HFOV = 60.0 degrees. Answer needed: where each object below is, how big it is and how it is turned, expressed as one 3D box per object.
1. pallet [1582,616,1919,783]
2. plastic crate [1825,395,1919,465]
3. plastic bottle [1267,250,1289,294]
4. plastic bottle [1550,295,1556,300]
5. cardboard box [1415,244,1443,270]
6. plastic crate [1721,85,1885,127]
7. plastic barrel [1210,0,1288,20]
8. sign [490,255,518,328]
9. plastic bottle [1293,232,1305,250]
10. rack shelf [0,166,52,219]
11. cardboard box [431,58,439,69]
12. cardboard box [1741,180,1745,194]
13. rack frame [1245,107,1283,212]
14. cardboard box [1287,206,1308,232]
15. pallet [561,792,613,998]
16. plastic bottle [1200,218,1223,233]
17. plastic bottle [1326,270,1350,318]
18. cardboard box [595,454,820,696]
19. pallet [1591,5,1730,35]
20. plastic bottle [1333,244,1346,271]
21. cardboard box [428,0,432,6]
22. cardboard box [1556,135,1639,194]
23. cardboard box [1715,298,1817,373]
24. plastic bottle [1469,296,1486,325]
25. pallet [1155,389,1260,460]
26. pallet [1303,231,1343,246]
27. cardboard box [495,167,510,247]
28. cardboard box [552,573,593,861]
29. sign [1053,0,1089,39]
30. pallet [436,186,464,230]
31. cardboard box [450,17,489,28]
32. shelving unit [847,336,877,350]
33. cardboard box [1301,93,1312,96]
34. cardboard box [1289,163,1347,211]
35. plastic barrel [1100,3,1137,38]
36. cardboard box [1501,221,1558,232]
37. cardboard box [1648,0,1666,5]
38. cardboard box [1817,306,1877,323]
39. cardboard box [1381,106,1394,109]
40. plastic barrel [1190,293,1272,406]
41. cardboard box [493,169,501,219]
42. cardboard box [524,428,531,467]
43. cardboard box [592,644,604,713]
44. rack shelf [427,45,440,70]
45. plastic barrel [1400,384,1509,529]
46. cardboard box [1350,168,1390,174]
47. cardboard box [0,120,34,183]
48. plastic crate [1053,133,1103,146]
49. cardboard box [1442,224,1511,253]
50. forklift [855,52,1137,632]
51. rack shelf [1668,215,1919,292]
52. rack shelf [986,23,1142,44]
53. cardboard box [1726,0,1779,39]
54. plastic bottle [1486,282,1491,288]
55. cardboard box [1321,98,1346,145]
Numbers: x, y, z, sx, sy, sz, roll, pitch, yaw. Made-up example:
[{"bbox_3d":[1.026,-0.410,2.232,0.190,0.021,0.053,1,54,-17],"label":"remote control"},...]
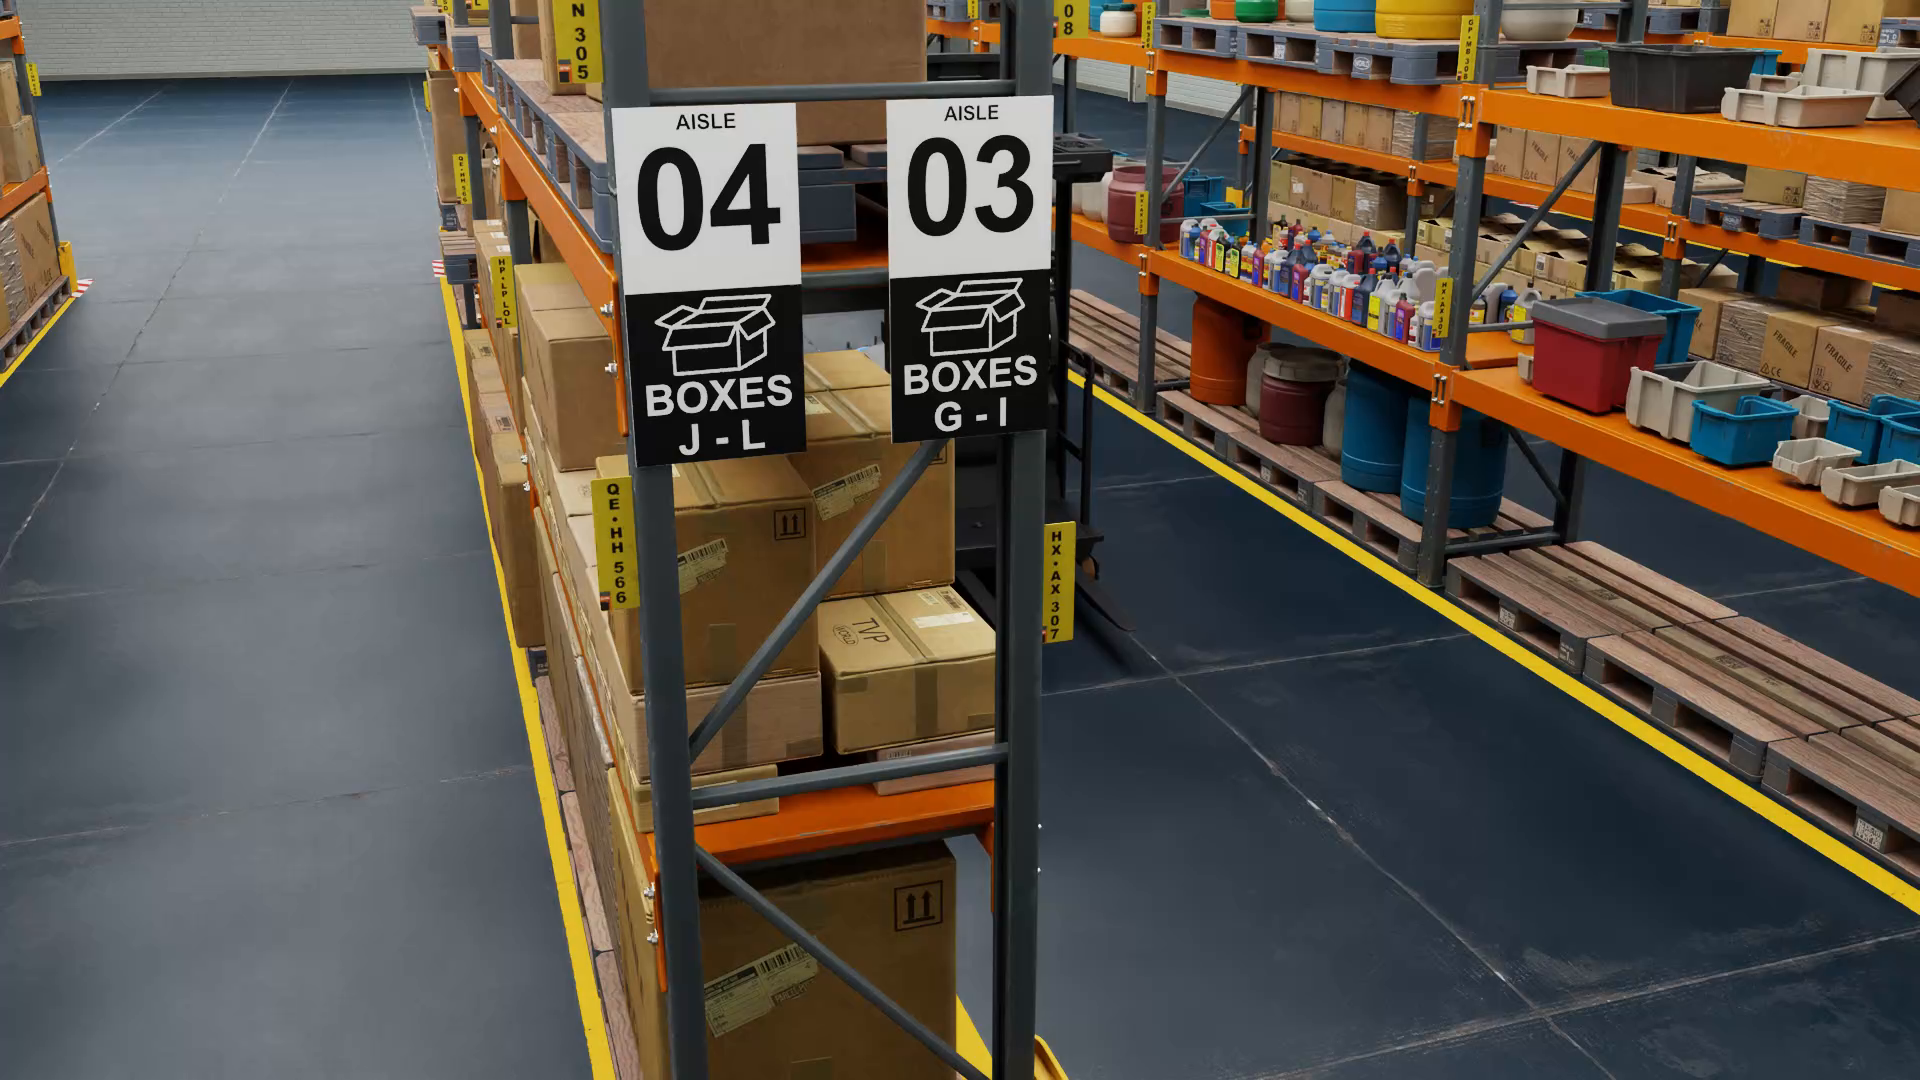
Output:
[{"bbox_3d":[3.818,0.740,8.045,1.003,0.211,1.213,-6,21,-17],"label":"pallet"},{"bbox_3d":[4.147,-0.496,7.518,0.416,0.233,0.300,-6,21,-17],"label":"plastic crate"},{"bbox_3d":[2.171,-1.804,11.185,0.152,0.276,0.135,-6,21,-17],"label":"plastic bottle"},{"bbox_3d":[3.453,-1.305,9.785,0.061,0.283,0.133,-6,21,-17],"label":"plastic bottle"},{"bbox_3d":[5.243,-3.037,17.881,0.500,0.250,0.500,-7,21,-19],"label":"cardboard box"},{"bbox_3d":[3.535,-1.838,7.048,0.437,0.136,0.530,-6,21,-17],"label":"plastic crate"},{"bbox_3d":[2.081,-4.109,11.726,0.600,0.830,0.708,-6,21,-17],"label":"plastic barrel"},{"bbox_3d":[-2.051,-1.117,7.494,0.100,0.325,0.005,-6,21,-17],"label":"sign"},{"bbox_3d":[2.529,-2.189,12.369,0.097,0.201,0.097,0,20,0],"label":"plastic bottle"},{"bbox_3d":[-9.423,-3.046,15.525,1.077,0.370,4.000,-6,21,-17],"label":"rack shelf"},{"bbox_3d":[-4.925,-4.492,16.419,0.500,0.500,0.500,-6,21,-17],"label":"cardboard box"},{"bbox_3d":[9.689,-4.176,20.653,0.500,0.500,0.500,-8,21,-21],"label":"cardboard box"},{"bbox_3d":[6.612,-4.418,13.841,0.949,5.616,16.053,-6,21,-17],"label":"rack frame"},{"bbox_3d":[4.369,-3.960,20.451,0.500,0.250,0.500,-6,21,-17],"label":"cardboard box"},{"bbox_3d":[-0.987,1.286,6.523,1.003,0.211,1.213,-6,21,-17],"label":"pallet"},{"bbox_3d":[1.879,-2.265,12.469,0.152,0.276,0.135,-6,21,-17],"label":"plastic bottle"},{"bbox_3d":[2.416,-1.553,10.486,0.152,0.276,0.135,-6,21,-17],"label":"plastic bottle"},{"bbox_3d":[-0.685,0.062,4.478,0.500,0.500,0.500,-6,21,-17],"label":"cardboard box"},{"bbox_3d":[6.311,-4.537,14.452,1.213,0.211,1.003,-5,20,-15],"label":"pallet"},{"bbox_3d":[2.713,-2.002,11.847,0.097,0.201,0.097,0,20,0],"label":"plastic bottle"},{"bbox_3d":[-4.764,-5.029,15.765,0.500,0.250,0.500,-7,21,-18],"label":"cardboard box"},{"bbox_3d":[6.066,-3.589,15.824,0.500,0.500,0.500,-8,21,-20],"label":"cardboard box"},{"bbox_3d":[6.651,-1.692,13.738,0.500,0.500,0.500,-7,21,-19],"label":"cardboard box"},{"bbox_3d":[3.151,-1.391,10.144,0.097,0.201,0.097,0,20,0],"label":"plastic bottle"},{"bbox_3d":[2.193,-0.919,12.664,1.003,0.211,1.213,-6,21,-17],"label":"pallet"},{"bbox_3d":[4.754,-3.629,20.207,1.003,0.211,1.213,-6,21,-17],"label":"pallet"},{"bbox_3d":[-2.380,-2.028,9.992,0.797,0.503,0.637,-6,21,-16],"label":"cardboard box"},{"bbox_3d":[-1.125,0.641,6.717,0.875,0.875,0.875,-6,21,-17],"label":"cardboard box"},{"bbox_3d":[0.247,-1.304,3.763,0.100,0.325,0.005,-6,21,-17],"label":"sign"},{"bbox_3d":[-3.952,-2.887,14.300,1.003,0.211,1.213,-6,21,-17],"label":"pallet"},{"bbox_3d":[-3.179,-3.422,11.290,0.500,0.250,0.500,-6,21,-17],"label":"cardboard box"},{"bbox_3d":[-0.583,-0.811,11.111,0.252,1.050,0.215,-19,28,-41],"label":"shelving unit"},{"bbox_3d":[4.339,-5.445,20.032,0.380,0.149,0.250,-7,21,-19],"label":"cardboard box"},{"bbox_3d":[4.380,-4.314,20.327,0.500,0.500,0.500,-6,21,-17],"label":"cardboard box"},{"bbox_3d":[1.284,-4.210,13.468,0.301,0.262,0.301,0,20,0],"label":"plastic barrel"},{"bbox_3d":[5.921,-3.191,17.480,0.500,0.311,0.500,-6,21,-16],"label":"cardboard box"},{"bbox_3d":[6.231,-4.850,14.646,0.500,0.250,0.500,-6,21,-16],"label":"cardboard box"},{"bbox_3d":[7.288,-1.595,13.466,0.500,0.500,0.500,-7,21,-19],"label":"cardboard box"},{"bbox_3d":[4.902,-4.869,18.428,0.380,0.149,0.250,-7,21,-19],"label":"cardboard box"},{"bbox_3d":[6.872,-3.040,13.884,10.706,2.957,0.708,-6,21,-17],"label":"plastic barrel"},{"bbox_3d":[-3.004,-2.368,11.802,0.500,0.500,0.500,-9,22,-24],"label":"cardboard box"},{"bbox_3d":[-1.762,-0.422,7.526,0.380,0.149,0.250,-6,21,-17],"label":"cardboard box"},{"bbox_3d":[-0.945,0.408,5.216,0.380,0.149,0.250,-6,21,-16],"label":"cardboard box"},{"bbox_3d":[-4.682,-4.953,16.395,1.077,0.370,4.000,-6,21,-17],"label":"rack shelf"},{"bbox_3d":[3.008,-0.583,10.086,0.600,0.901,0.708,-6,21,-17],"label":"plastic barrel"},{"bbox_3d":[5.030,-4.209,20.034,0.500,0.500,0.500,-6,21,-17],"label":"cardboard box"},{"bbox_3d":[-9.698,-3.809,16.362,0.875,0.550,0.550,-6,21,-17],"label":"cardboard box"},{"bbox_3d":[1.091,-3.671,16.106,0.402,0.464,0.583,-6,21,-17],"label":"plastic crate"},{"bbox_3d":[5.398,-3.136,17.328,0.500,0.311,0.500,-7,21,-18],"label":"cardboard box"},{"bbox_3d":[0.172,-1.175,9.351,1.130,2.935,3.031,-5,20,-15],"label":"forklift"},{"bbox_3d":[7.238,-2.025,12.681,1.077,0.370,4.000,-6,21,-17],"label":"rack shelf"},{"bbox_3d":[1.277,-4.287,14.253,0.919,0.124,3.809,-6,21,-17],"label":"rack shelf"},{"bbox_3d":[6.778,-4.328,13.443,0.910,0.500,0.500,-6,21,-17],"label":"cardboard box"},{"bbox_3d":[3.254,-1.483,10.298,0.097,0.271,0.097,0,20,0],"label":"plastic bottle"},{"bbox_3d":[4.718,-4.972,19.674,0.700,0.500,0.500,-6,21,-16],"label":"cardboard box"}]
